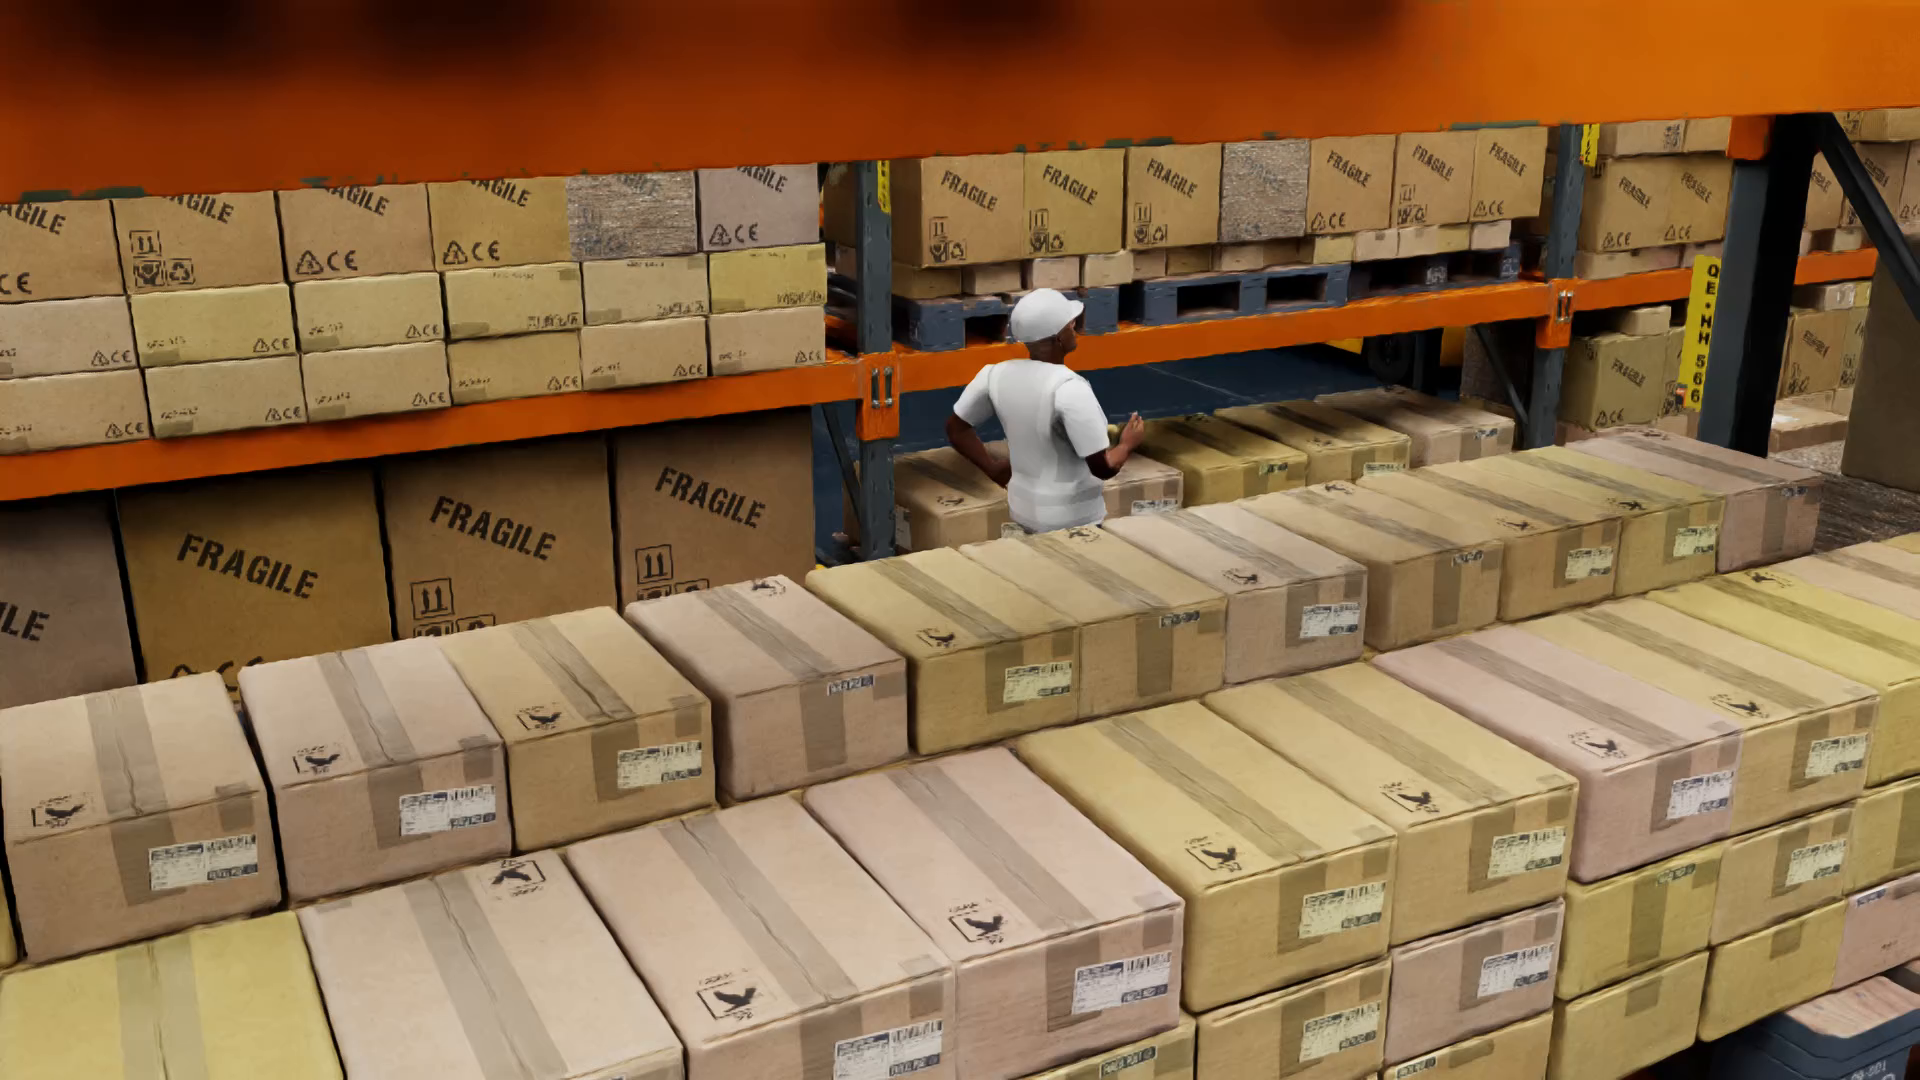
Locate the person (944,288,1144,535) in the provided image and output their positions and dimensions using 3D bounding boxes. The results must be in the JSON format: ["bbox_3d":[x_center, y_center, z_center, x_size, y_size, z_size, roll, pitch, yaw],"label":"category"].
[{"bbox_3d":[0.459,-0.106,6.359,0.868,1.745,0.654,-8,20,-23],"label":"person"}]
